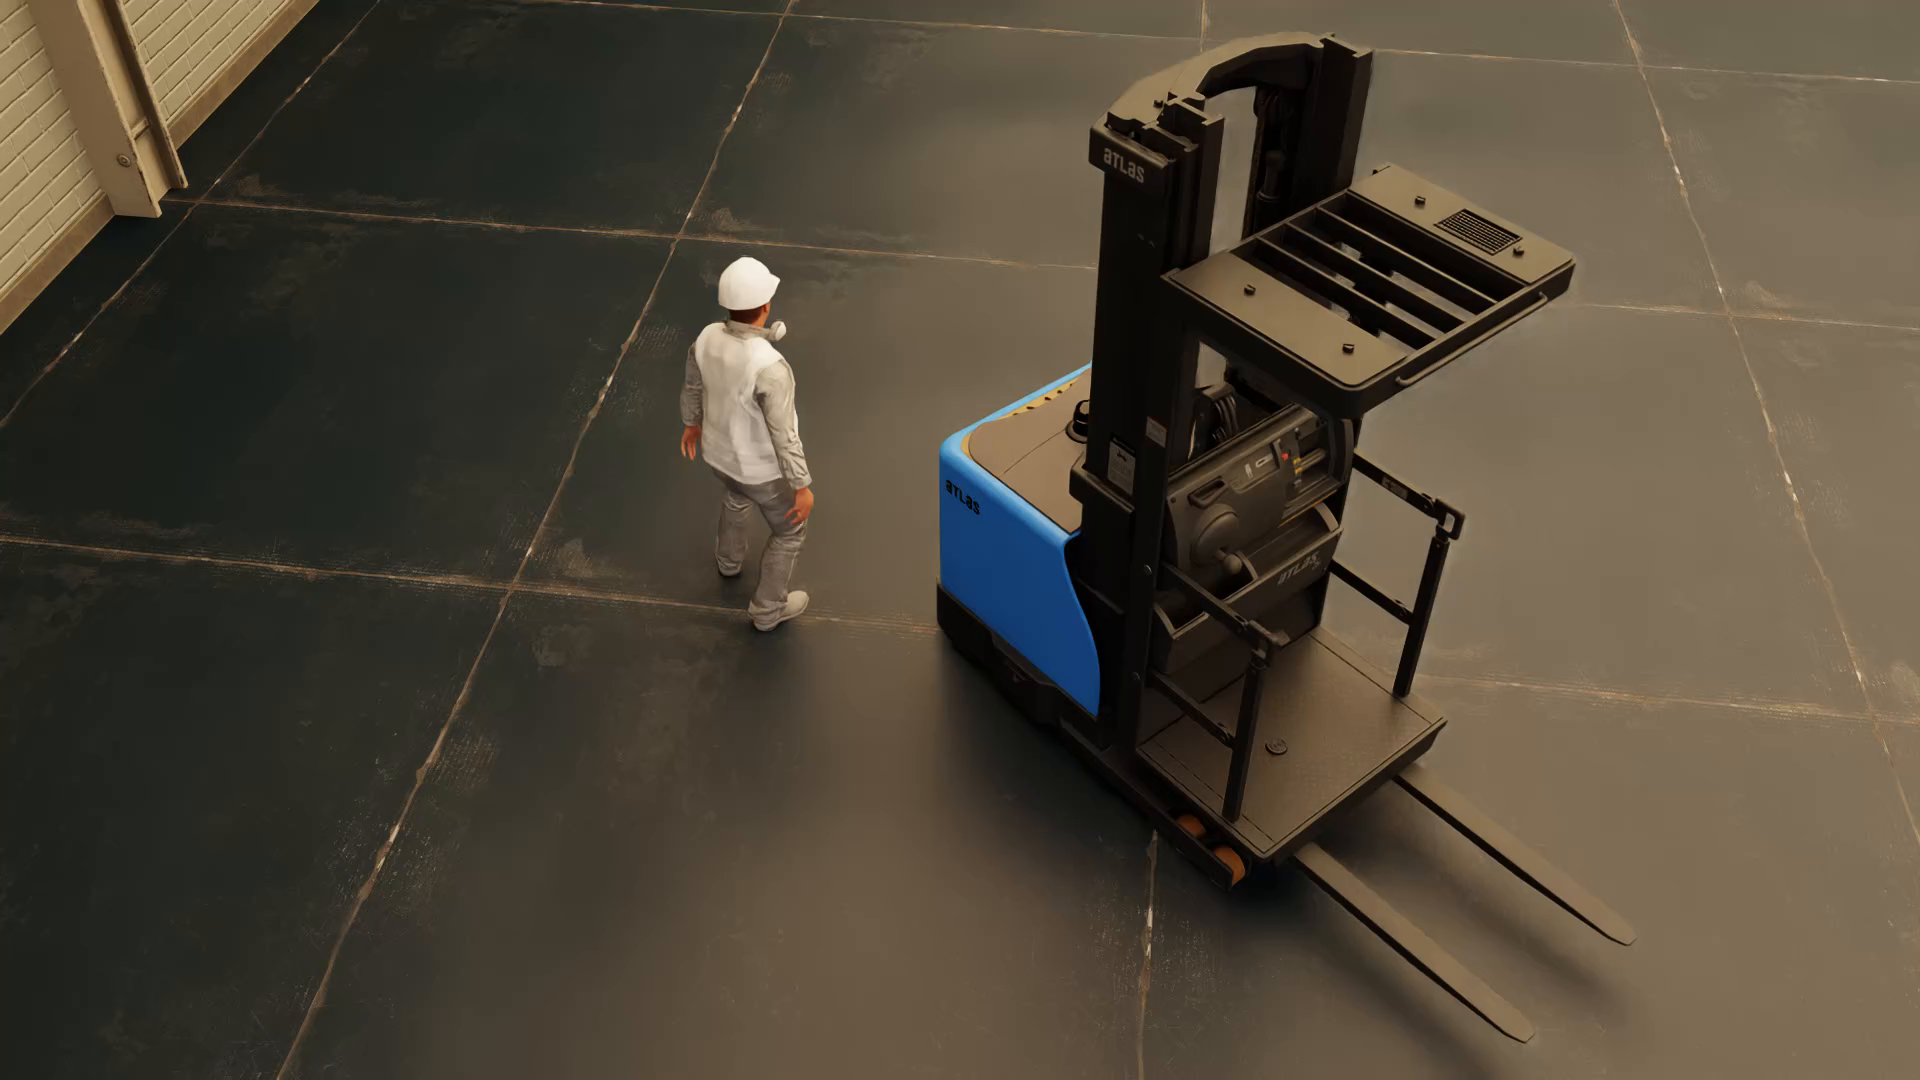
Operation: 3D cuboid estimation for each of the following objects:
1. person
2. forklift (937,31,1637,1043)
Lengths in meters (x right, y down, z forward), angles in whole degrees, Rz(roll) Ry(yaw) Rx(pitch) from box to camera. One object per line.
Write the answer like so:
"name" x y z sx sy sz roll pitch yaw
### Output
"person" -0.874 -0.404 7.054 0.853 1.745 0.459 31 51 29
"forklift" 1.224 -0.127 5.862 1.130 2.935 3.031 -29 50 -28
